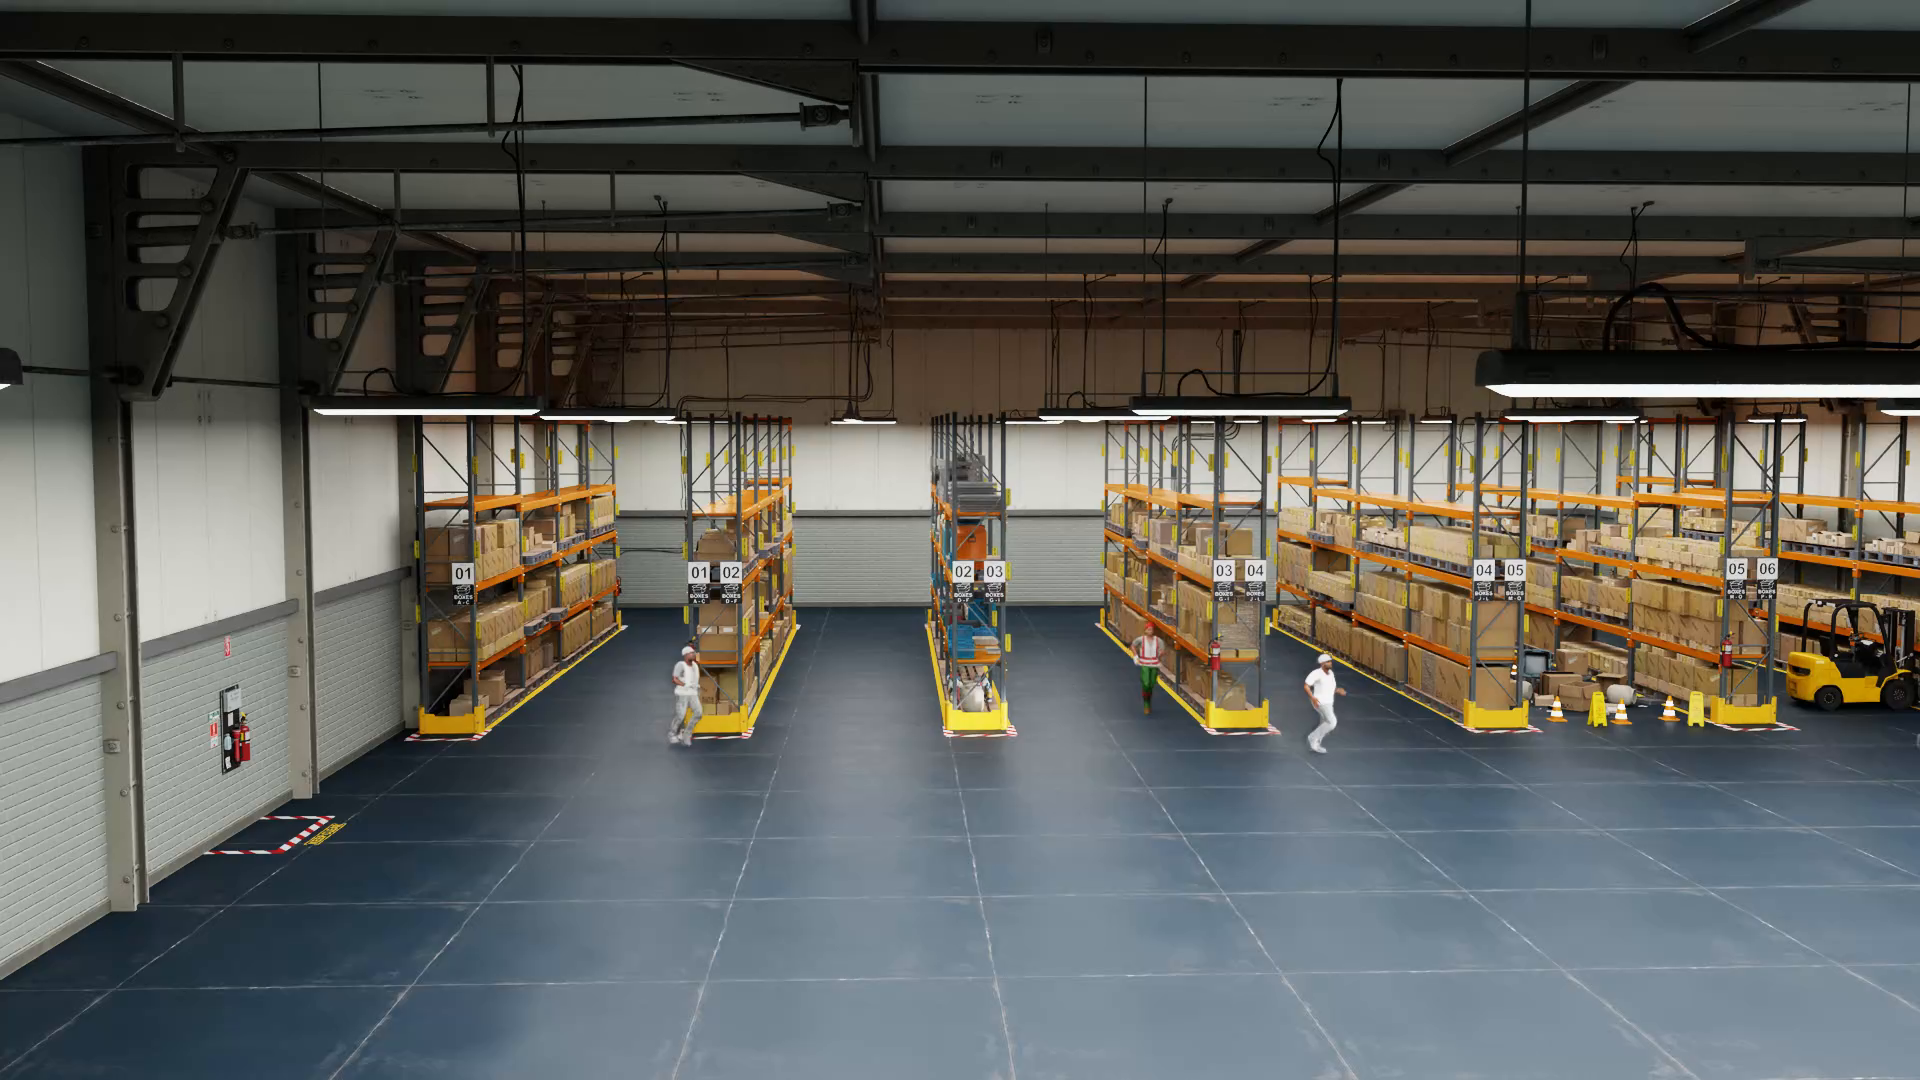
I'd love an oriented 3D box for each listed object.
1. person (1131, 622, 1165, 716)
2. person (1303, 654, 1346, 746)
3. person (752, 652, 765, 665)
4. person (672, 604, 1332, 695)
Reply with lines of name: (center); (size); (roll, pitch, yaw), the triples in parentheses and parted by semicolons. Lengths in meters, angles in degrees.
person: (3.788, 2.566, 33.294); (0.634, 1.848, 0.804); (-1, 4, -9)
person: (6.441, 2.832, 29.199); (0.600, 1.667, 0.677); (3, 5, 39)
person: (7.186, 2.520, 30.522); (14.663, 1.345, 23.289); (-2, 5, -30)
person: (6.758, 2.045, 41.084); (8.439, 1.782, 32.629); (3, 5, 37)
